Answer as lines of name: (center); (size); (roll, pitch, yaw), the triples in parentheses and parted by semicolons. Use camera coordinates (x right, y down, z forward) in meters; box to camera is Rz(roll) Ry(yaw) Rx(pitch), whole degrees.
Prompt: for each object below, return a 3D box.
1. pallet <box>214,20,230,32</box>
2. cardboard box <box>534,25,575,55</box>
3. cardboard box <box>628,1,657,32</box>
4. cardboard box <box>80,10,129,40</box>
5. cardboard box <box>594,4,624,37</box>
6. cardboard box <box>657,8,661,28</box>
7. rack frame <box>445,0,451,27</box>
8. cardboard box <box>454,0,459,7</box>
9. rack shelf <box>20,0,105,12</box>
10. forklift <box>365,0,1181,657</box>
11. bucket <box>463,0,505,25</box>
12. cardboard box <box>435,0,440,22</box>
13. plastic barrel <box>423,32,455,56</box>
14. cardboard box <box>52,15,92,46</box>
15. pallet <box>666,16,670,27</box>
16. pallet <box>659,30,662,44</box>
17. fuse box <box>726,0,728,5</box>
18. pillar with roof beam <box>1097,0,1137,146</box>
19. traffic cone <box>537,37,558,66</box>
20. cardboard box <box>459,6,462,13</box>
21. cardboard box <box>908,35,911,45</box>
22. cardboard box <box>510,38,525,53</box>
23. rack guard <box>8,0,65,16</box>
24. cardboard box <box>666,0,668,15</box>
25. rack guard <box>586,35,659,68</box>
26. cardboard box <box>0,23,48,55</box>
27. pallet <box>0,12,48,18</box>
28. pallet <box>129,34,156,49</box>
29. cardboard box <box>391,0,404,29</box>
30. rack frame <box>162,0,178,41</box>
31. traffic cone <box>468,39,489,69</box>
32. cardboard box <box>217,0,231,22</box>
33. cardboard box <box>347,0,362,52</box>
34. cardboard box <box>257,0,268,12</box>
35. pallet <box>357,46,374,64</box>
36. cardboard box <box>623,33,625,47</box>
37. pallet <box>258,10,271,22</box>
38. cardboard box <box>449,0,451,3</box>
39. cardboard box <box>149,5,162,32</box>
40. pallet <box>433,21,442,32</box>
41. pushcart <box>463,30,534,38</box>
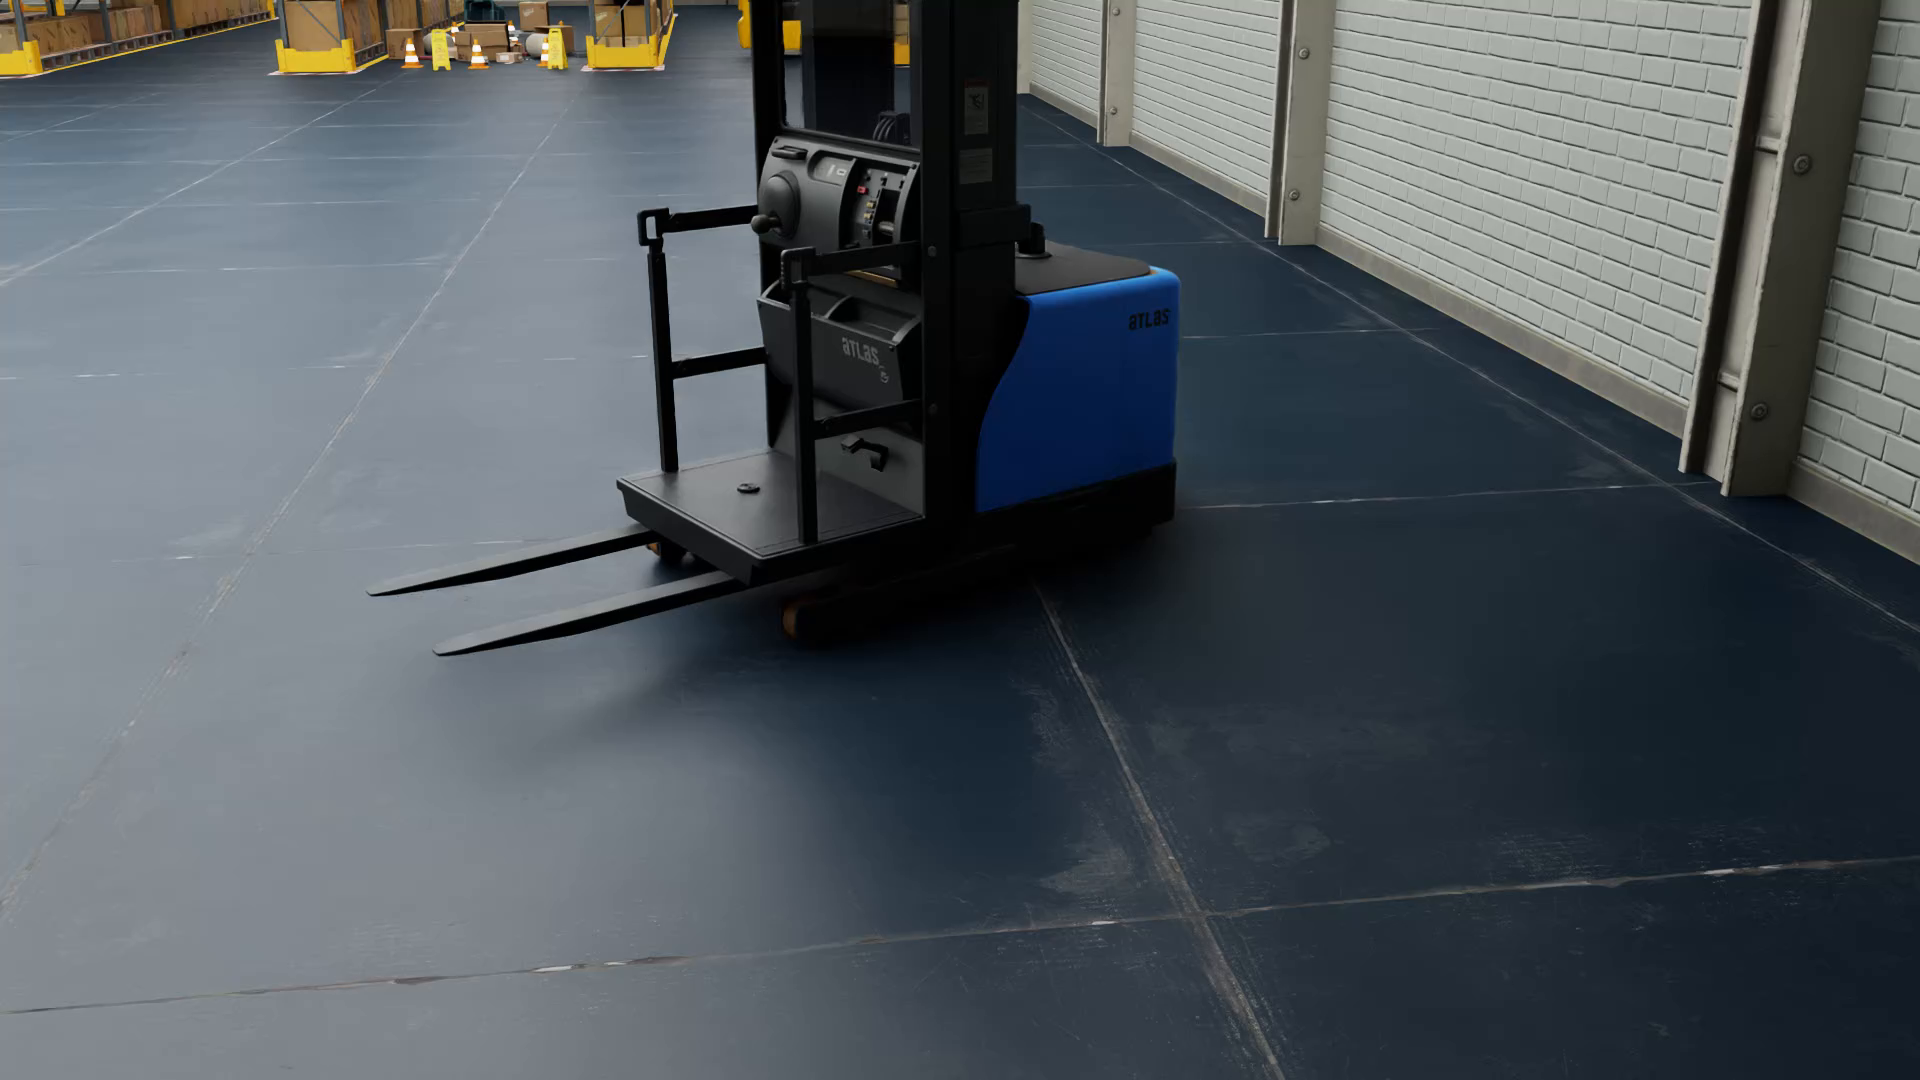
pallet: (-17.061, -11.524, 37.270); (1.003, 0.211, 1.213); (-3, 21, -8)
cardboard box: (-7.480, -9.214, 30.669); (0.500, 0.500, 0.500); (12, 24, 29)
cardboard box: (-5.702, -9.355, 29.735); (0.500, 0.500, 0.500); (-3, 21, -7)
cardboard box: (-16.211, -9.739, 31.448); (0.700, 0.500, 0.500); (-3, 21, -8)
cardboard box: (-6.085, -8.963, 28.685); (0.500, 0.500, 0.500); (-3, 21, -7)
cardboard box: (-6.793, -10.978, 34.978); (0.950, 0.372, 0.625); (-4, 21, -11)
rack frame: (-12.325, -13.309, 38.063); (1.000, 3.000, 0.127); (-3, 21, -8)
cardboard box: (-12.282, -12.898, 40.010); (0.380, 0.149, 0.250); (-3, 21, -8)
rack shelf: (-15.806, -9.295, 28.343); (1.077, 0.370, 4.000); (-3, 21, -8)
forklift: (-0.607, -1.223, 5.802); (3.031, 2.935, 1.130); (-15, 25, -35)
bucket: (-8.870, -9.787, 31.139); (0.726, 0.611, 0.620); (4, 11, 11)
cardboard box: (-11.825, -11.736, 36.823); (0.500, 0.500, 0.500); (-3, 21, -9)
plastic barrel: (-9.490, -9.017, 30.253); (0.512, 0.421, 0.421); (12, 24, 30)
cardboard box: (-16.076, -9.209, 30.059); (0.500, 0.500, 0.500); (-4, 21, -9)
pallet: (-7.255, -12.024, 38.608); (1.003, 0.211, 1.213); (-3, 21, -8)
pallet: (-6.580, -10.210, 33.752); (1.003, 0.211, 1.213); (-3, 21, -8)
fuse box: (-6.754, -16.382, 48.131); (0.539, 1.711, 0.414); (-3, 21, -8)
pillar with roof beam: (-2.538, -8.416, 16.387); (9.100, 9.000, 0.400); (-3, 21, -8)
traffic cone: (-7.050, -8.334, 28.369); (0.336, 0.463, 0.334); (-3, 21, -8)
cardboard box: (-12.362, -12.938, 40.544); (0.380, 0.149, 0.250); (-3, 21, -7)
cardboard box: (-0.677, -8.779, 29.264); (0.500, 0.250, 0.500); (-3, 21, -8)
cardboard box: (-8.294, -9.153, 30.843); (0.396, 0.266, 0.258); (17, 27, 39)
rack guard: (-22.741, -13.066, 40.984); (1.175, 0.500, 0.348); (-3, 21, -8)
cardboard box: (-7.272, -12.585, 38.560); (0.875, 0.875, 0.875); (-2, 21, -6)
rack guard: (-5.722, -8.294, 28.209); (1.175, 0.500, 0.348); (-3, 21, -8)
cardboard box: (-15.711, -8.387, 27.857); (0.500, 0.500, 0.500); (2, 21, 6)
pallet: (-22.645, -12.635, 40.244); (1.003, 0.211, 1.213); (-3, 21, -8)
pallet: (-16.387, -9.711, 32.414); (1.003, 0.211, 1.213); (-3, 21, -8)
cardboard box: (-11.485, -10.227, 32.425); (1.050, 0.750, 0.750); (-3, 21, -8)
rack frame: (-16.671, -11.709, 33.779); (1.000, 3.000, 0.127); (-3, 21, -8)
traffic cone: (-8.099, -8.161, 27.904); (0.336, 0.463, 0.334); (-3, 21, -8)
cardboard box: (-17.135, -12.075, 37.195); (1.225, 0.875, 0.875); (-3, 21, -8)
cardboard box: (-10.887, -8.892, 28.672); (0.875, 0.875, 0.875); (-3, 21, -9)
cardboard box: (-17.652, -13.463, 40.911); (0.875, 0.875, 0.875); (-3, 21, -8)
pallet: (-10.960, -8.542, 29.286); (1.003, 0.211, 1.213); (-3, 21, -8)
cardboard box: (-6.161, -8.794, 29.303); (0.500, 0.250, 0.500); (-3, 21, -8)
pallet: (-17.631, -12.900, 40.952); (1.003, 0.211, 1.213); (-3, 21, -8)
cardboard box: (-12.150, -12.677, 38.995); (0.380, 0.149, 0.250); (-2, 21, -5)
cardboard box: (-16.554, -10.513, 33.521); (0.700, 0.500, 0.500); (-4, 21, -11)
pallet: (-12.032, -11.310, 36.696); (1.003, 0.211, 1.213); (-3, 21, -8)
pushcart: (-8.537, -9.463, 31.514); (1.648, 0.377, 0.936); (-11, 23, -26)
